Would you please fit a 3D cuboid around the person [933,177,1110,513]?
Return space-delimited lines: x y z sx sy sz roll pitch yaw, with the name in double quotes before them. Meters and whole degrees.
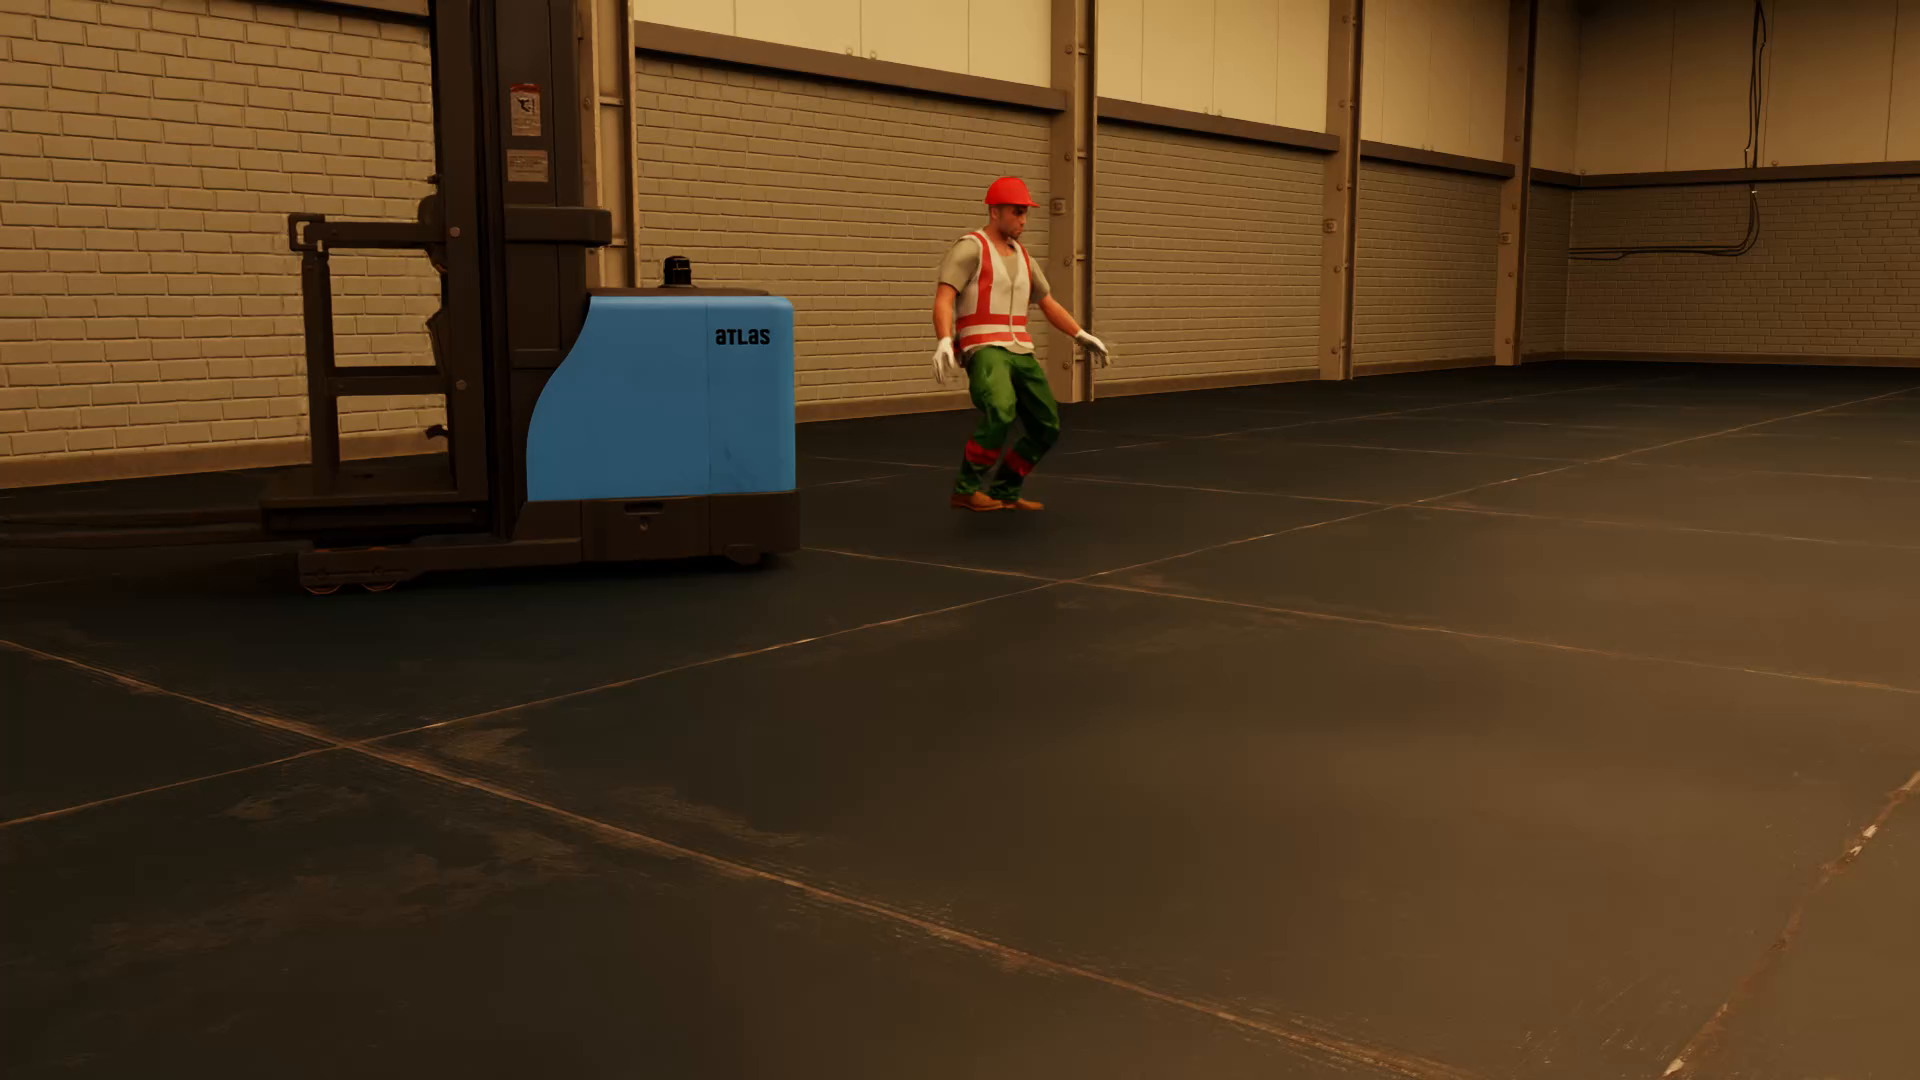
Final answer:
"person" 0.227 -0.905 8.004 0.993 1.651 0.678 -8 11 -43

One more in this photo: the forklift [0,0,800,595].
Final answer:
"forklift" -2.216 -1.337 6.417 3.031 2.935 1.130 -3 9 -18
